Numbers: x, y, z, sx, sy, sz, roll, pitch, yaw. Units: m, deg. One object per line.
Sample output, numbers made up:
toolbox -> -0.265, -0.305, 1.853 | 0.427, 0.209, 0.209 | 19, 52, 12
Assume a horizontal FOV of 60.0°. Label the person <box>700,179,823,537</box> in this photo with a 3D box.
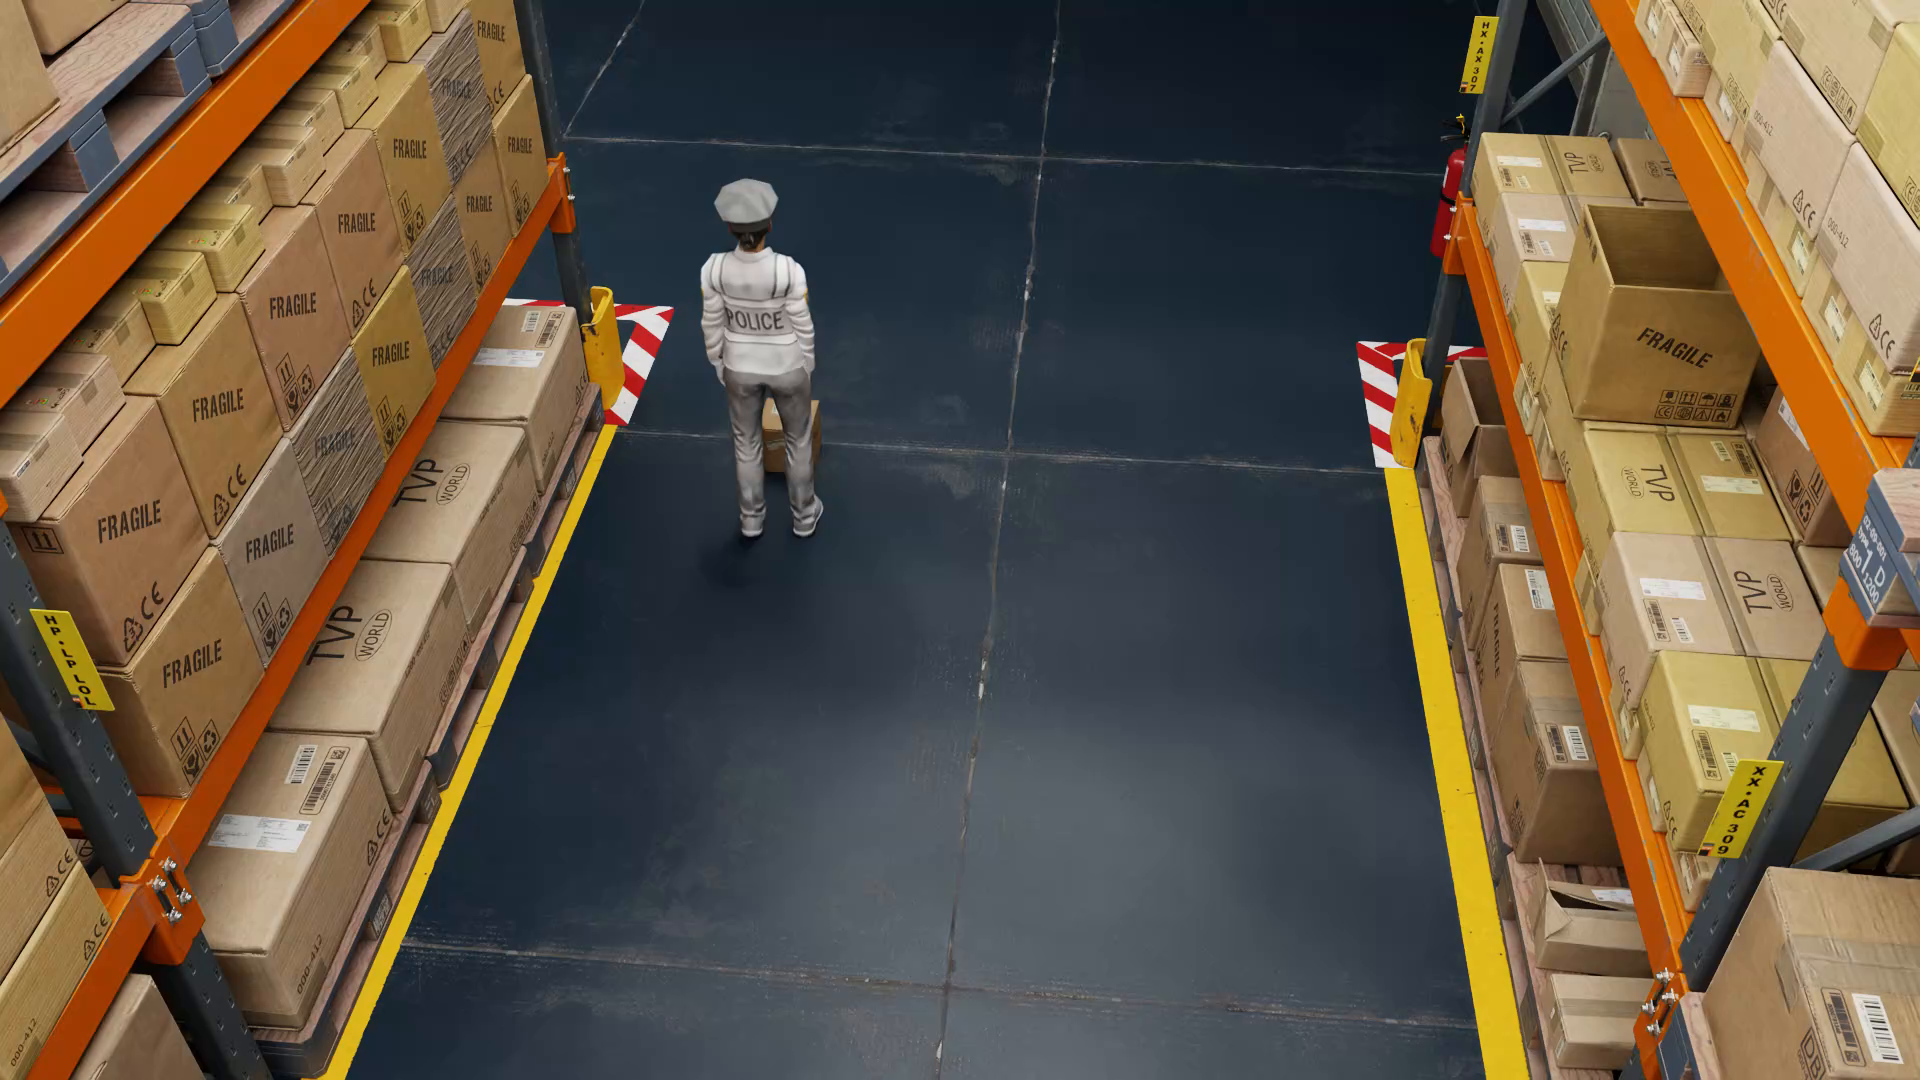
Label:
person -> -0.835, -0.725, 7.023 | 0.469, 1.671, 0.328 | 3, 40, 3
